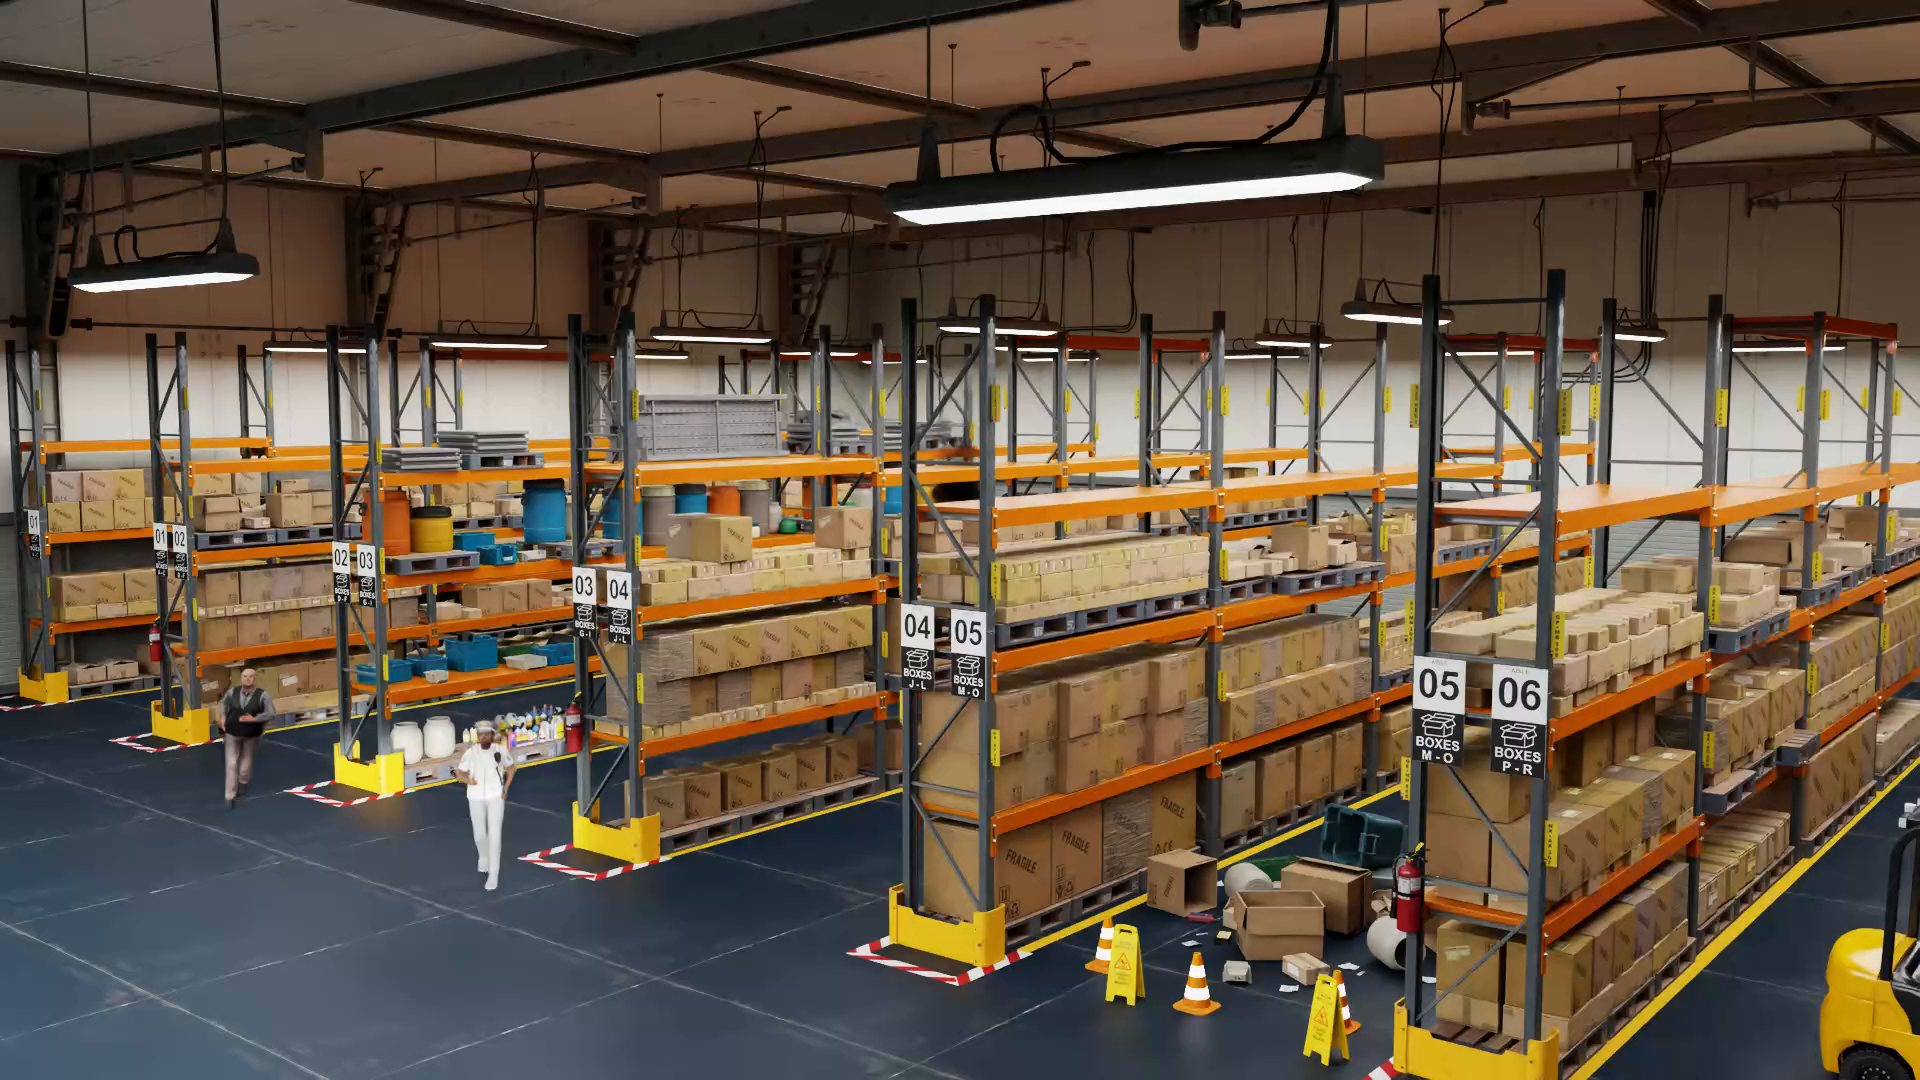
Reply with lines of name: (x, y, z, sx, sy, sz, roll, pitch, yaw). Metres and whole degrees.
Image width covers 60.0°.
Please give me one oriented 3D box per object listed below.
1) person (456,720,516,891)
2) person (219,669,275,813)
person: (-4.997, 2.740, 17.507, 0.587, 1.718, 0.824, -1, 5, -7)
person: (-8.903, 2.458, 20.789, 0.676, 1.722, 0.897, -1, 5, -15)
